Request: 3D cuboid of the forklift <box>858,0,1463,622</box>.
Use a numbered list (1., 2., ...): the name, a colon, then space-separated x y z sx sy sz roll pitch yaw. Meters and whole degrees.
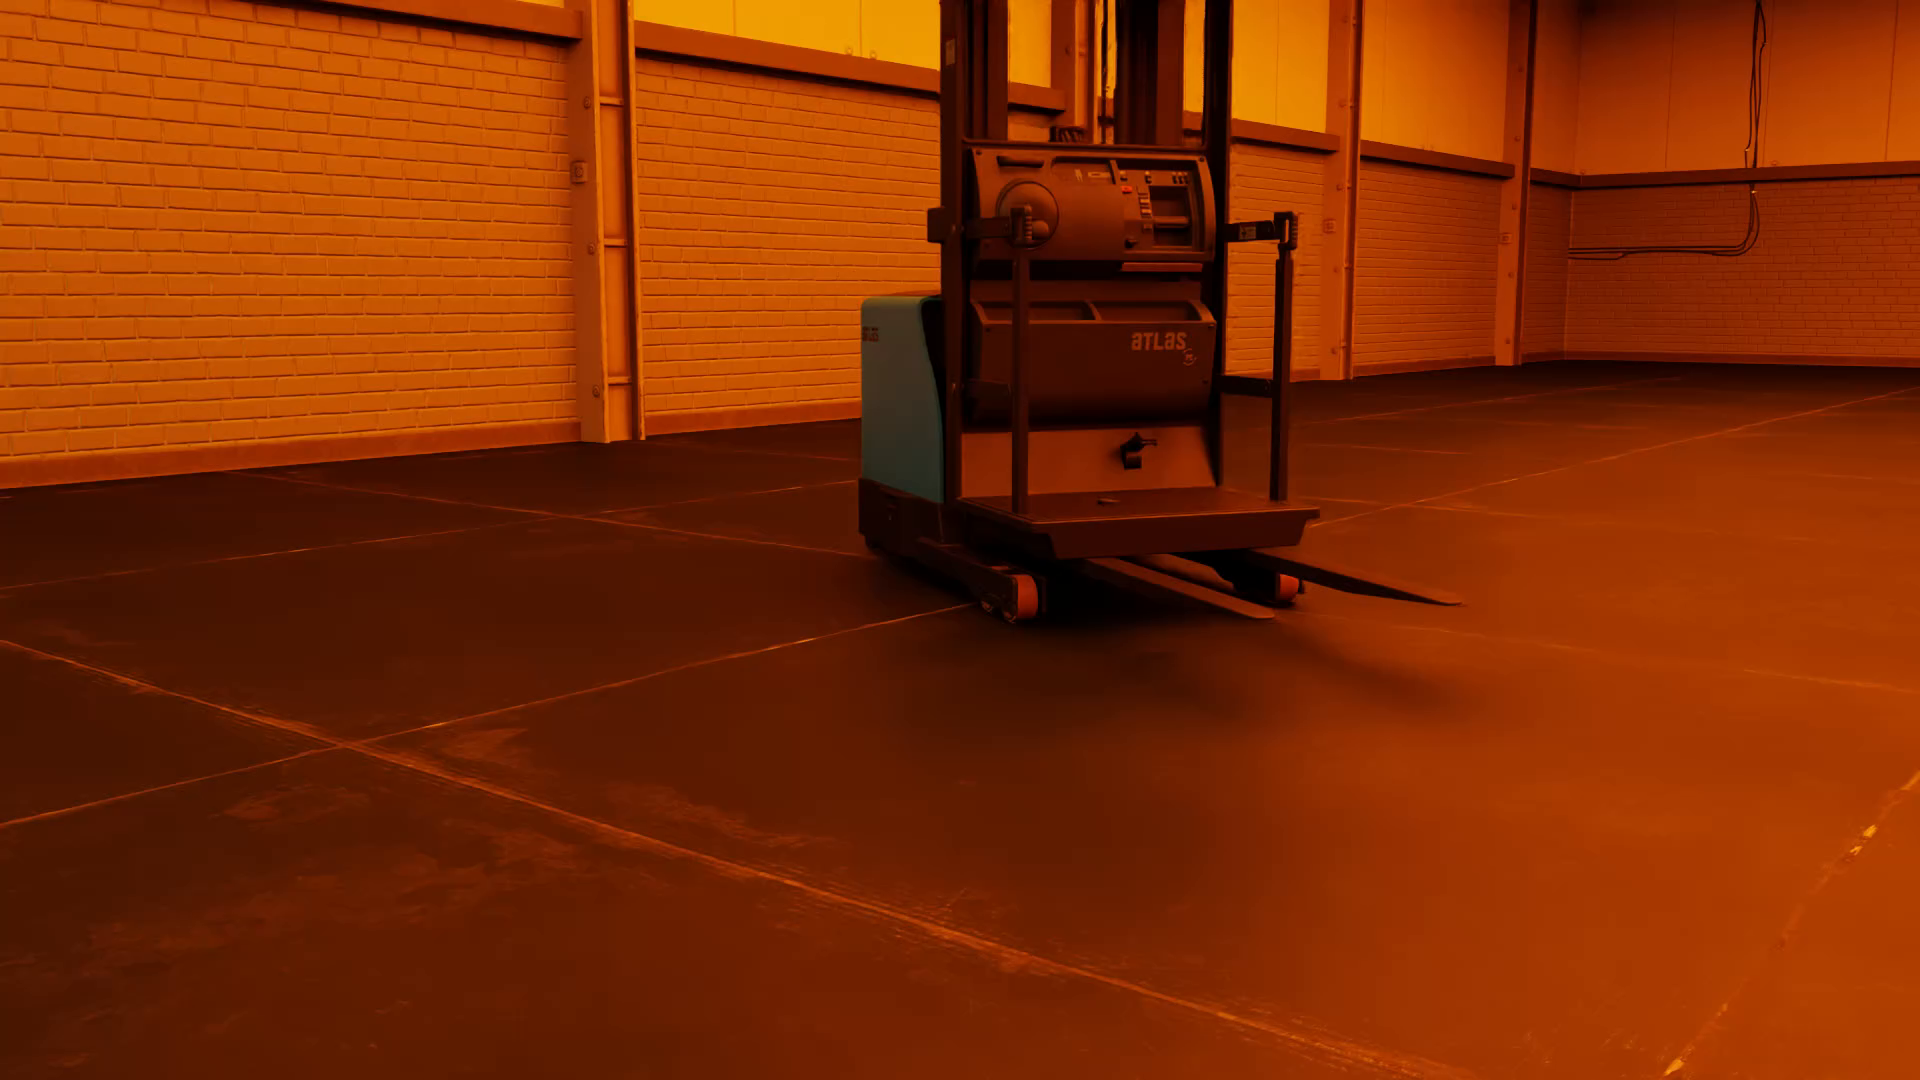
1. forklift: 0.564 -1.243 5.774 1.130 2.935 3.031 -3 9 -21
